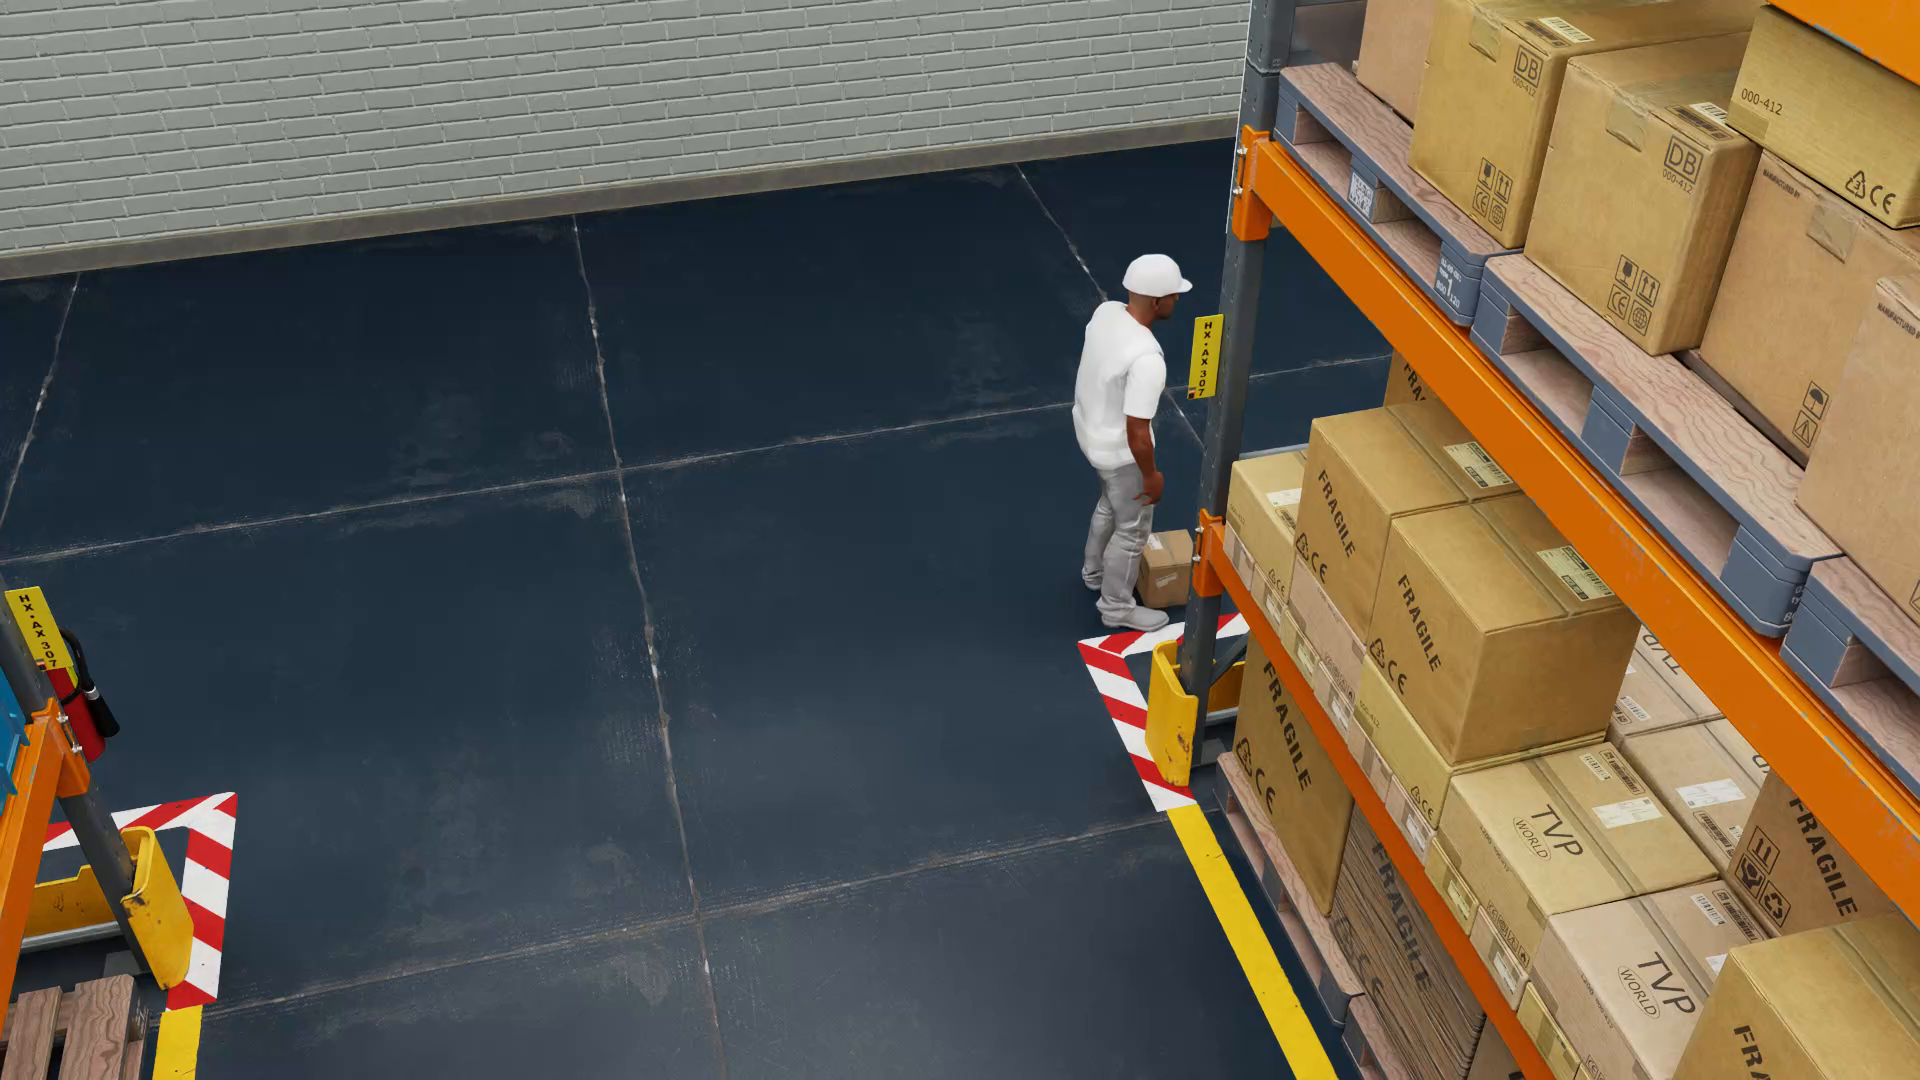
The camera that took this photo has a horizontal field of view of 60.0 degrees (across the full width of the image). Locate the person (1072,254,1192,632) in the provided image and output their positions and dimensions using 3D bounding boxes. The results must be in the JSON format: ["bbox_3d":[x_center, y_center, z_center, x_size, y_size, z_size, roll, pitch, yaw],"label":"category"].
[{"bbox_3d":[0.734,-0.434,7.257,0.462,1.759,0.632,-8,39,-10],"label":"person"}]
